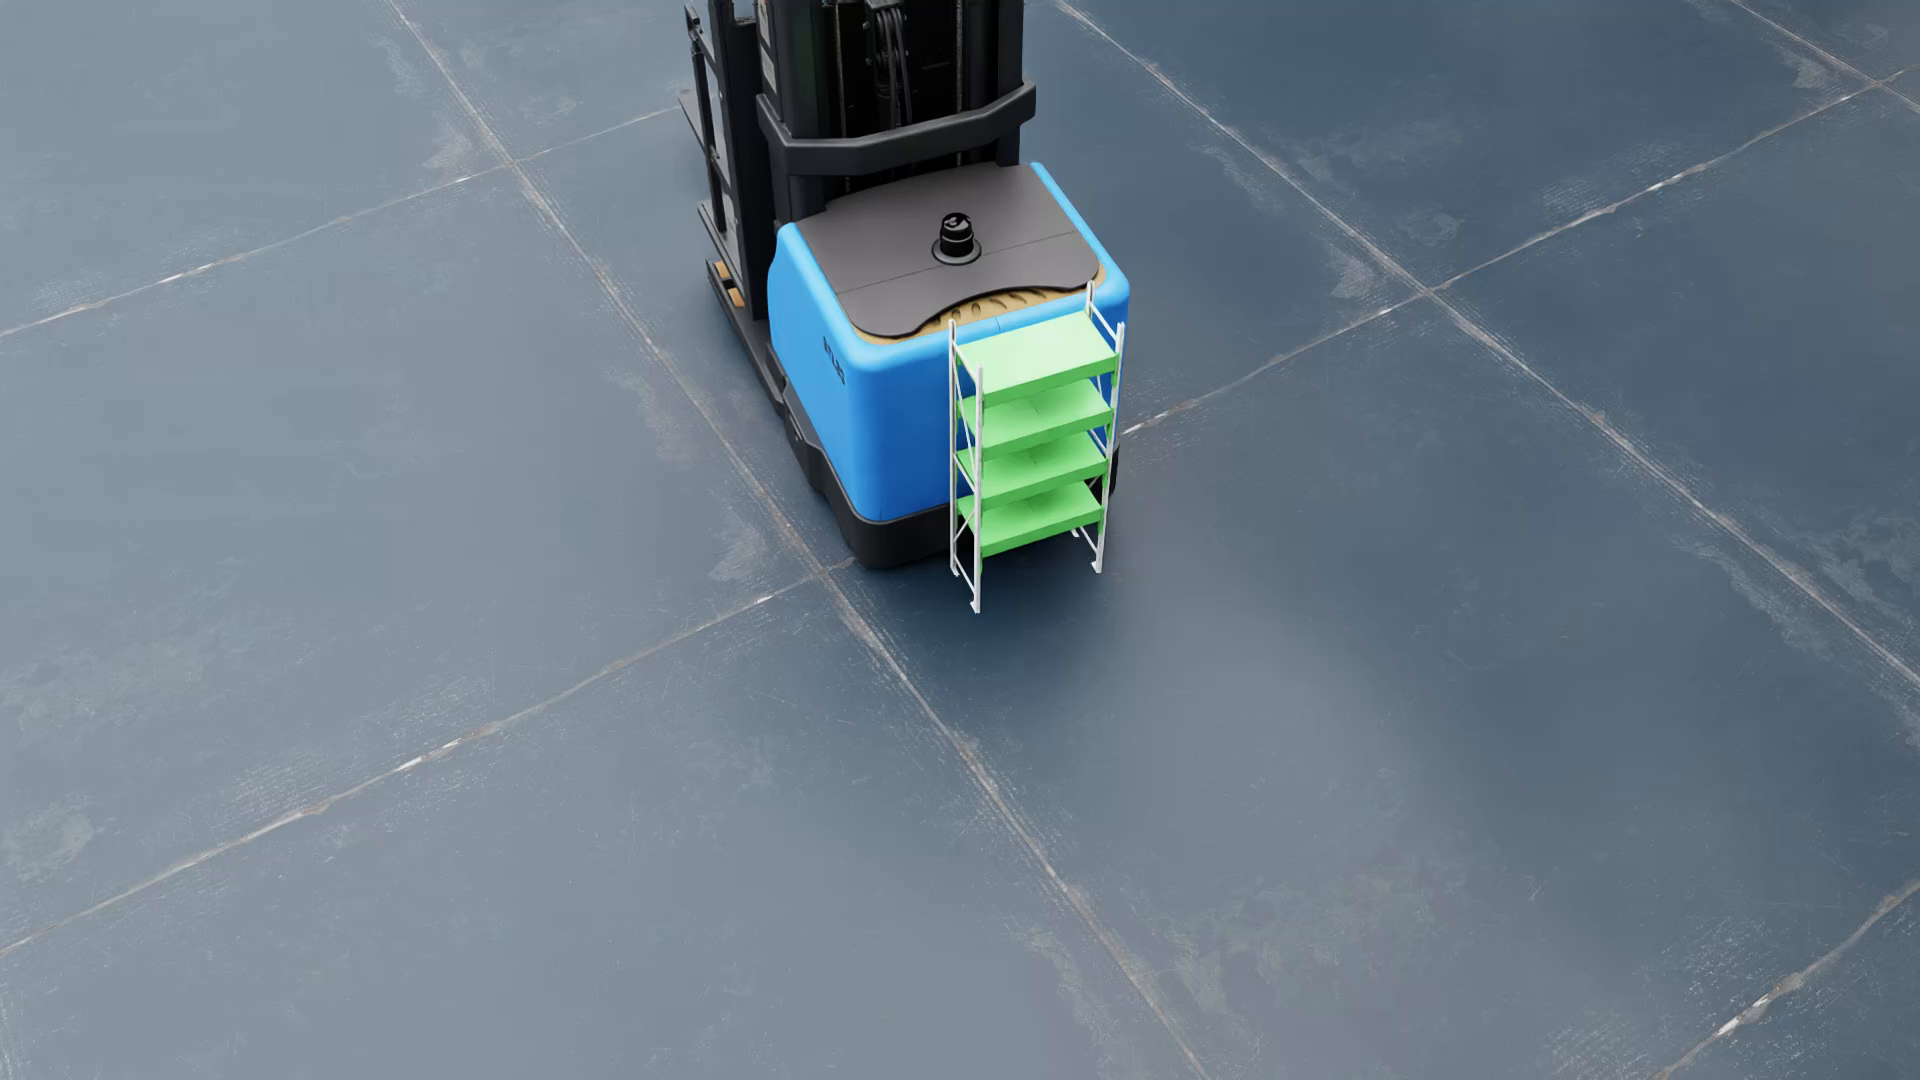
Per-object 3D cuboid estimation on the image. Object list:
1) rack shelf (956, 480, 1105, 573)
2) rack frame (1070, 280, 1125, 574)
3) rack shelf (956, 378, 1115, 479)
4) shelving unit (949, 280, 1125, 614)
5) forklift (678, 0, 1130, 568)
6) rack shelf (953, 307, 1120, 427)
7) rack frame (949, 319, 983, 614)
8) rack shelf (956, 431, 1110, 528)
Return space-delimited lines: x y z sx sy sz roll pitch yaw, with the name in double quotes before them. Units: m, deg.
"rack shelf" 0.243 -0.086 5.930 0.480 0.148 0.258 -18 51 -15
"rack frame" 0.468 -0.359 5.766 0.015 1.200 0.240 -18 51 -15
"rack shelf" 0.243 -0.405 5.571 0.480 0.148 0.258 -18 51 -15
"shelving unit" 0.243 -0.288 5.703 0.503 1.200 0.258 -18 51 -15
"forklift" -0.437 -1.994 6.063 1.130 2.935 3.031 -17 51 -15
"rack shelf" 0.243 -0.564 5.392 0.480 0.148 0.258 -18 51 -15
"rack frame" 0.018 -0.217 5.639 0.015 1.200 0.240 -18 51 -15
"rack shelf" 0.243 -0.245 5.750 0.480 0.148 0.258 -18 51 -15
